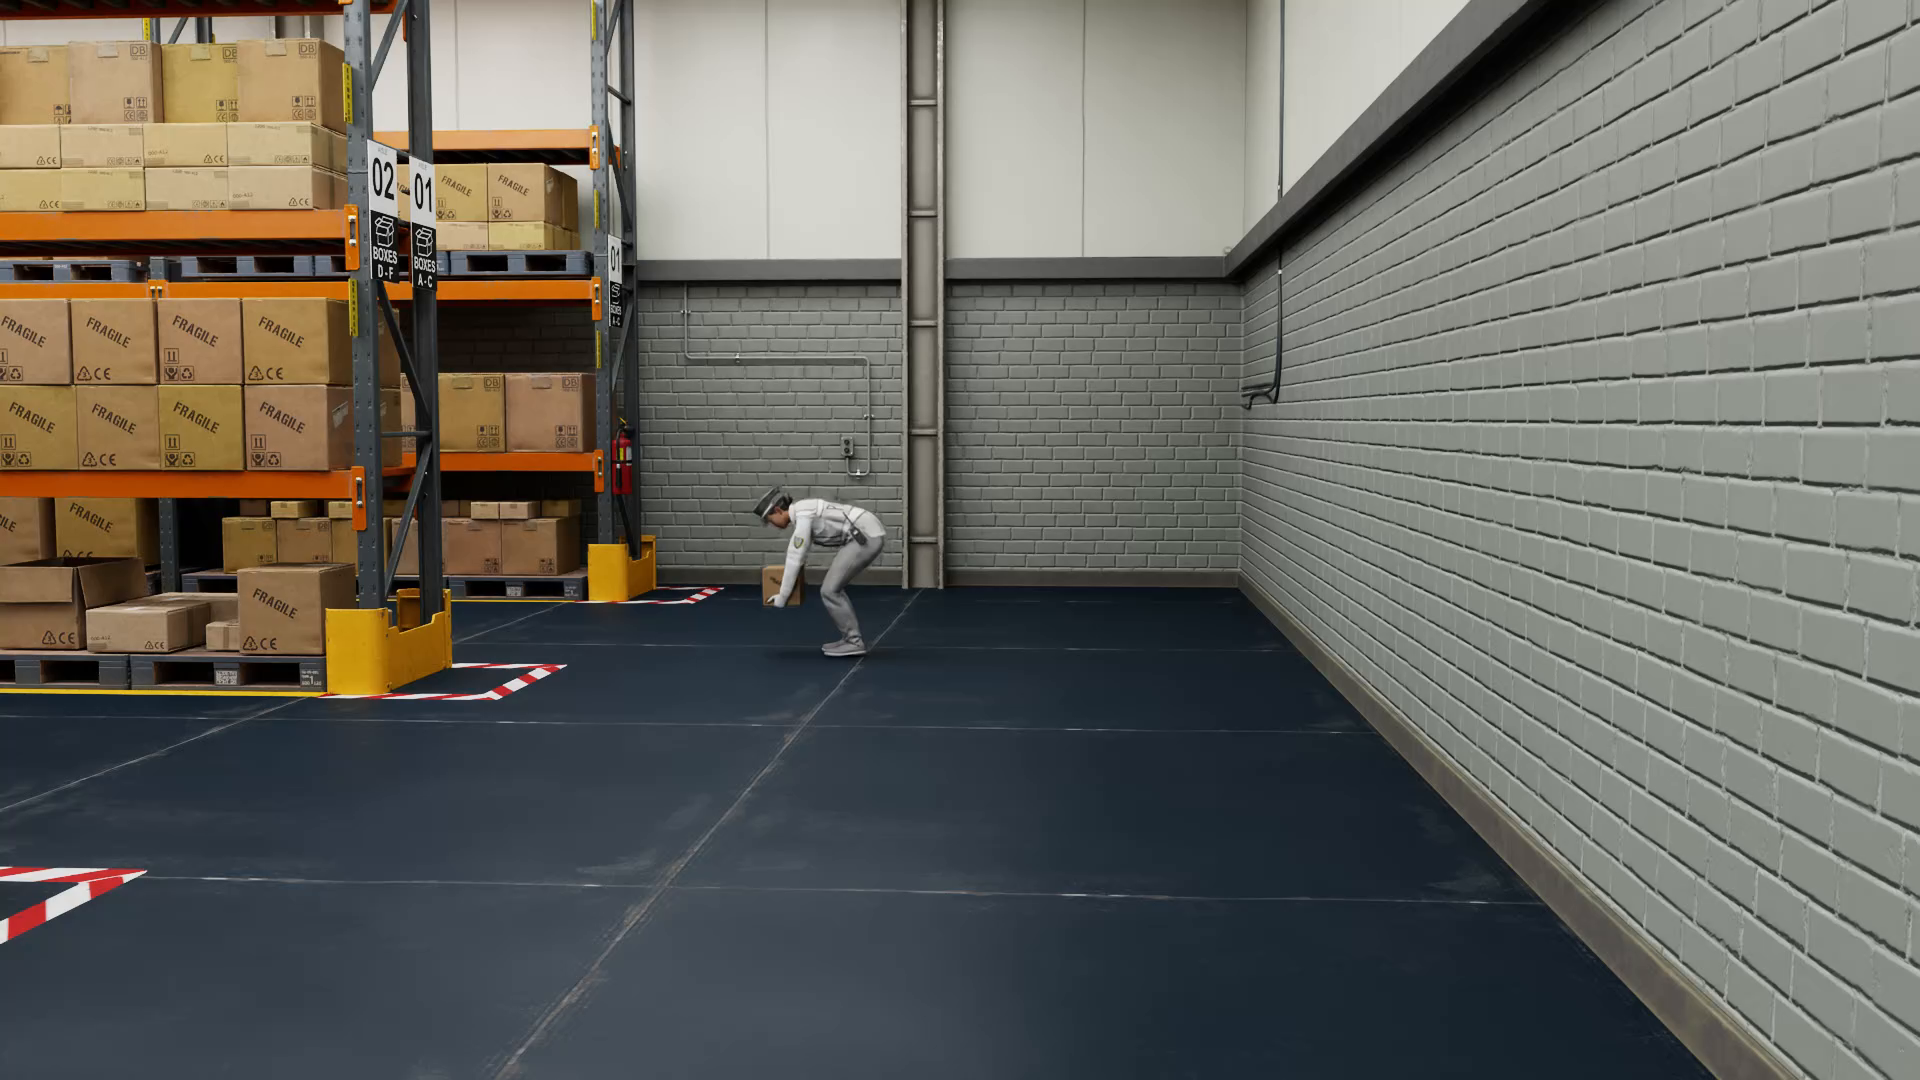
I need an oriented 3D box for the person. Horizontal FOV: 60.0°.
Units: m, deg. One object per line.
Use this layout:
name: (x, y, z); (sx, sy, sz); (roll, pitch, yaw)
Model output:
person: (-0.957, 0.209, 11.318); (0.915, 1.148, 0.434); (0, 4, 1)
